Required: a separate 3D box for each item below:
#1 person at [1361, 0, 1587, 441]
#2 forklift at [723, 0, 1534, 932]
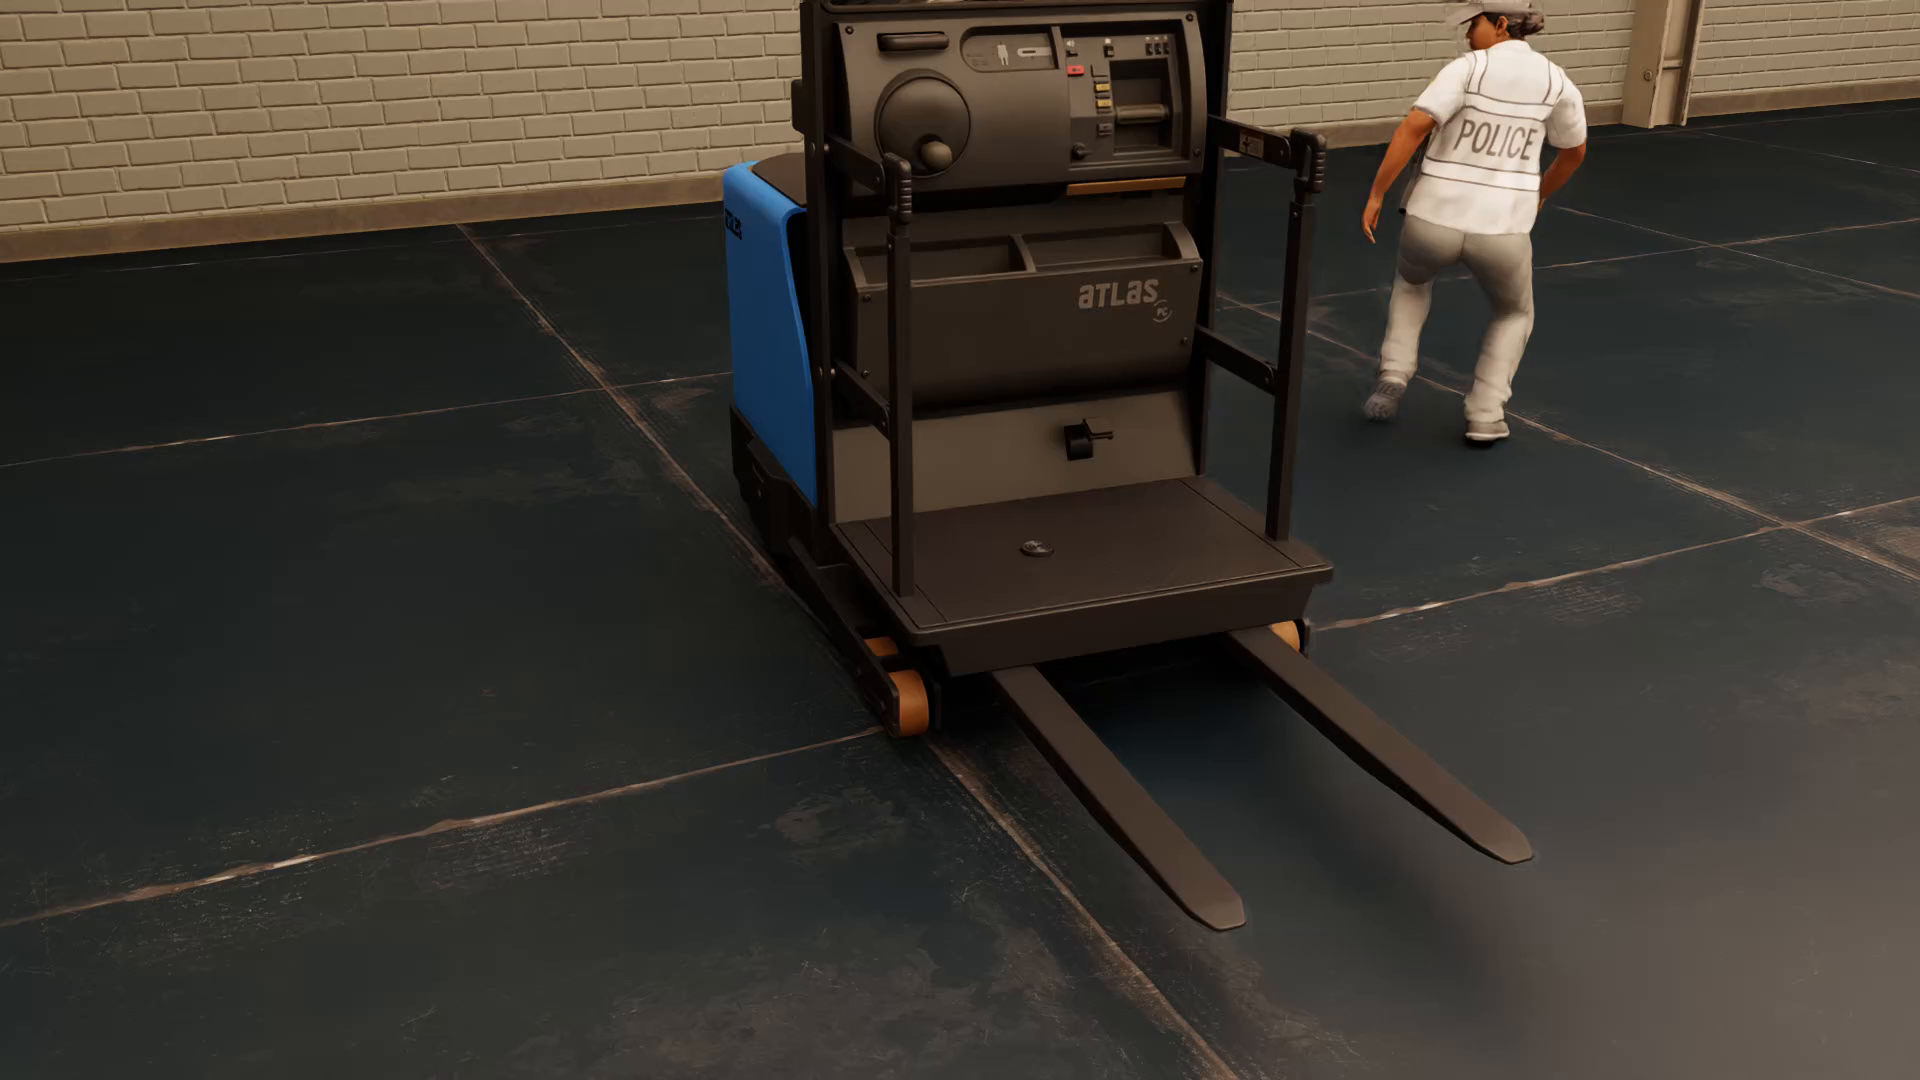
[{"bbox_3d":[1.762,-1.115,5.758,0.706,1.583,0.619,6,23,14],"label":"person"},{"bbox_3d":[0.240,-1.058,3.834,1.130,2.935,3.031,-8,24,-18],"label":"forklift"}]
